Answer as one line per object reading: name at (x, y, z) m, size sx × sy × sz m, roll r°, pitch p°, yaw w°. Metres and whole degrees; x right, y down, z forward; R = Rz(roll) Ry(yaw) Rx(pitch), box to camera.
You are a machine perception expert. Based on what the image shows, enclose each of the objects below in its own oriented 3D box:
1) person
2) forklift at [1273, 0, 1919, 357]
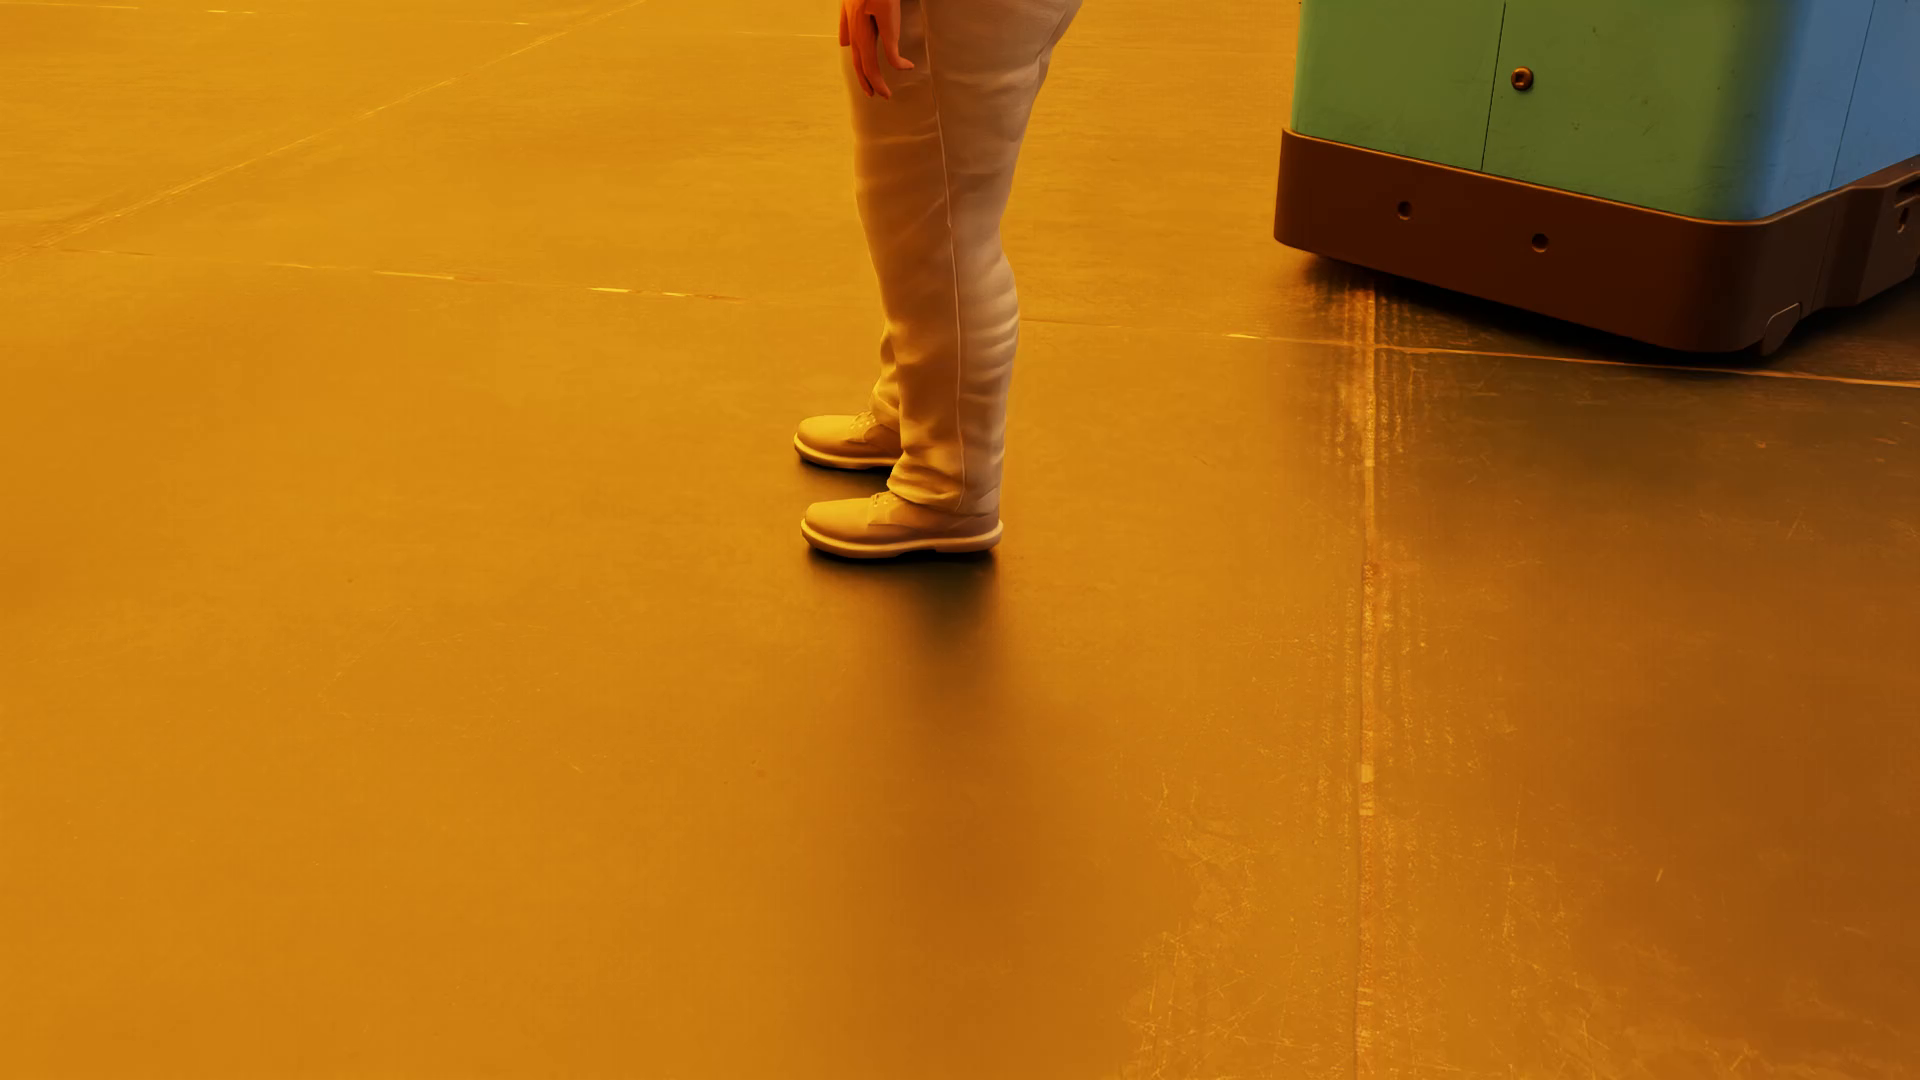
person at (-0.070, -0.768, 2.157) m, size 0.529 × 1.670 × 0.598 m, roll 6°, pitch 27°, yaw 11°
forklift at (2.119, -2.195, 3.598) m, size 3.031 × 2.935 × 1.130 m, roll -22°, pitch 34°, yaw -37°
